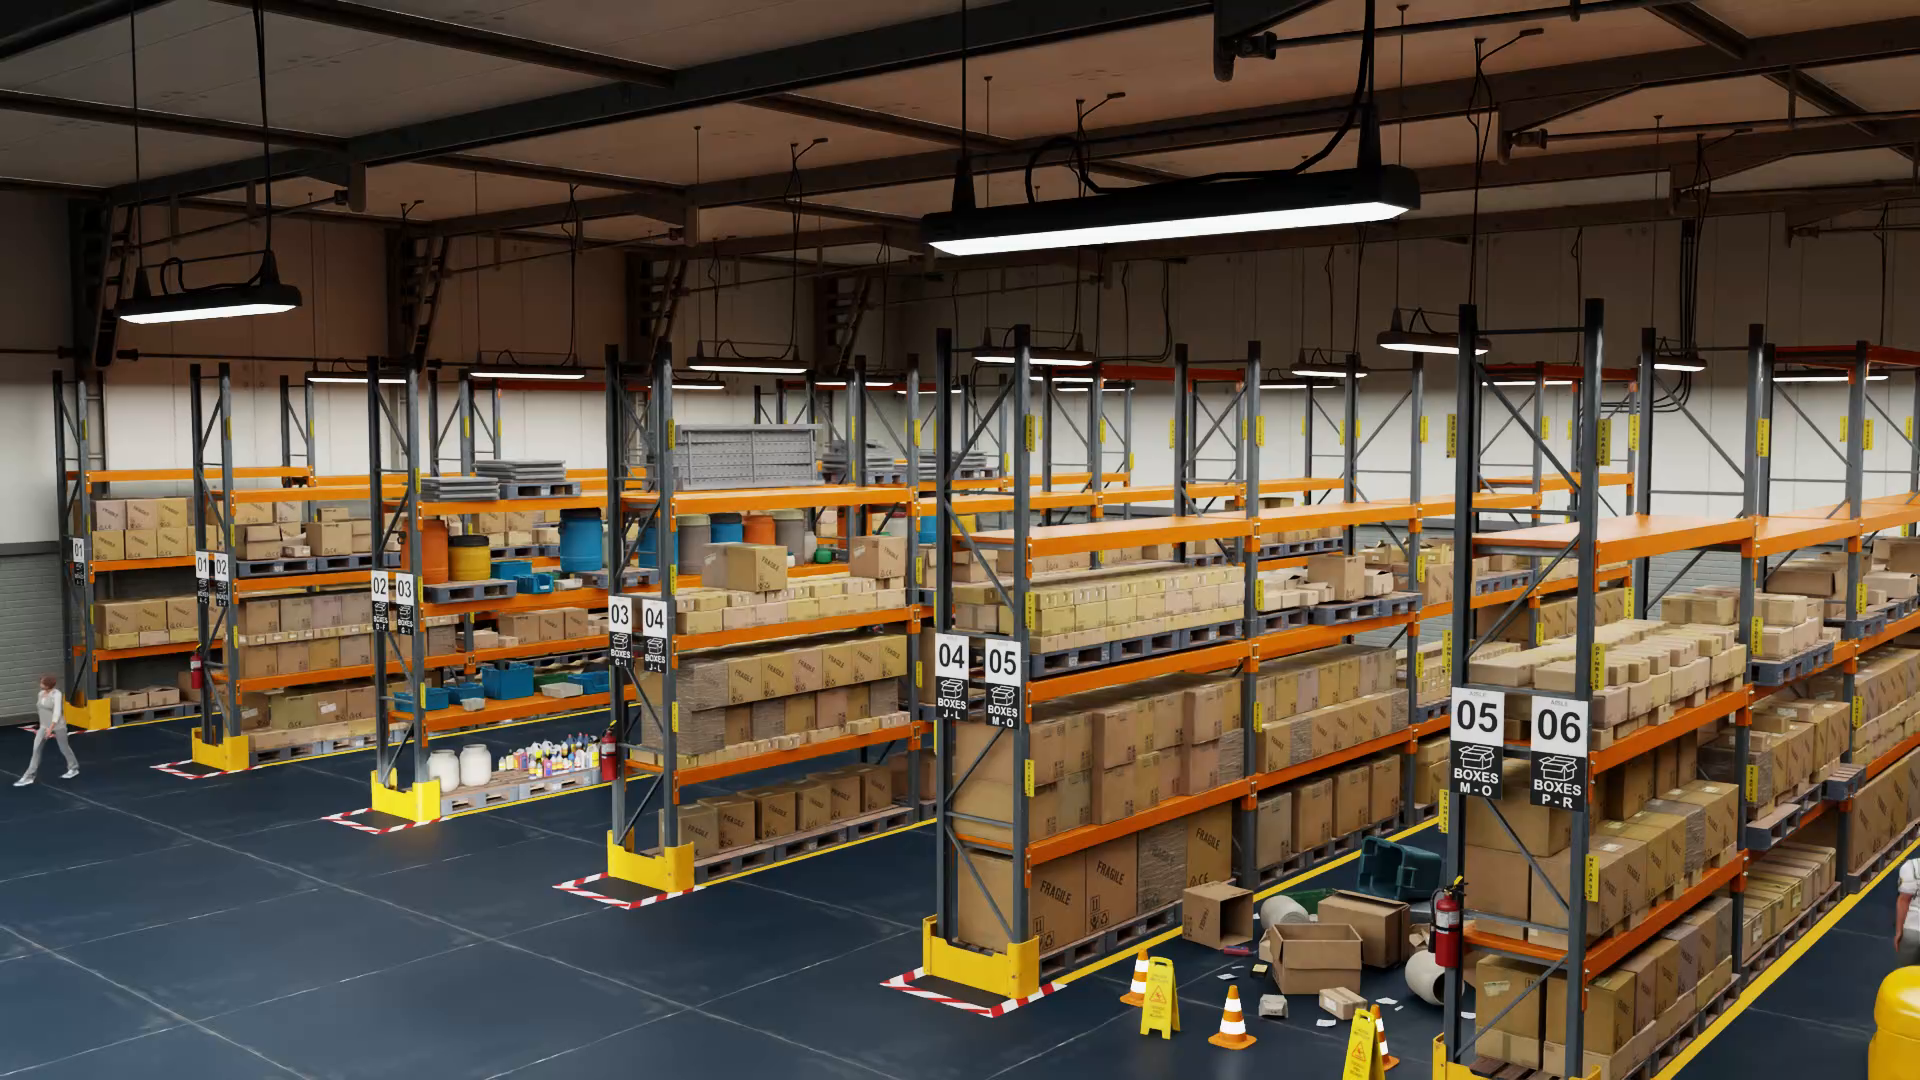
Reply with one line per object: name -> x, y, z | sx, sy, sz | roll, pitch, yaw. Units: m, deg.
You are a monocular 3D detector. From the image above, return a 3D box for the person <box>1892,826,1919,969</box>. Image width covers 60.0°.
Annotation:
person -> 8.088, 3.315, 13.890 | 0.542, 1.825, 0.599 | 3, 5, 35

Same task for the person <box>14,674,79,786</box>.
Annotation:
person -> -12.938, 2.665, 23.598 | 0.437, 1.545, 0.920 | 1, 4, 13
